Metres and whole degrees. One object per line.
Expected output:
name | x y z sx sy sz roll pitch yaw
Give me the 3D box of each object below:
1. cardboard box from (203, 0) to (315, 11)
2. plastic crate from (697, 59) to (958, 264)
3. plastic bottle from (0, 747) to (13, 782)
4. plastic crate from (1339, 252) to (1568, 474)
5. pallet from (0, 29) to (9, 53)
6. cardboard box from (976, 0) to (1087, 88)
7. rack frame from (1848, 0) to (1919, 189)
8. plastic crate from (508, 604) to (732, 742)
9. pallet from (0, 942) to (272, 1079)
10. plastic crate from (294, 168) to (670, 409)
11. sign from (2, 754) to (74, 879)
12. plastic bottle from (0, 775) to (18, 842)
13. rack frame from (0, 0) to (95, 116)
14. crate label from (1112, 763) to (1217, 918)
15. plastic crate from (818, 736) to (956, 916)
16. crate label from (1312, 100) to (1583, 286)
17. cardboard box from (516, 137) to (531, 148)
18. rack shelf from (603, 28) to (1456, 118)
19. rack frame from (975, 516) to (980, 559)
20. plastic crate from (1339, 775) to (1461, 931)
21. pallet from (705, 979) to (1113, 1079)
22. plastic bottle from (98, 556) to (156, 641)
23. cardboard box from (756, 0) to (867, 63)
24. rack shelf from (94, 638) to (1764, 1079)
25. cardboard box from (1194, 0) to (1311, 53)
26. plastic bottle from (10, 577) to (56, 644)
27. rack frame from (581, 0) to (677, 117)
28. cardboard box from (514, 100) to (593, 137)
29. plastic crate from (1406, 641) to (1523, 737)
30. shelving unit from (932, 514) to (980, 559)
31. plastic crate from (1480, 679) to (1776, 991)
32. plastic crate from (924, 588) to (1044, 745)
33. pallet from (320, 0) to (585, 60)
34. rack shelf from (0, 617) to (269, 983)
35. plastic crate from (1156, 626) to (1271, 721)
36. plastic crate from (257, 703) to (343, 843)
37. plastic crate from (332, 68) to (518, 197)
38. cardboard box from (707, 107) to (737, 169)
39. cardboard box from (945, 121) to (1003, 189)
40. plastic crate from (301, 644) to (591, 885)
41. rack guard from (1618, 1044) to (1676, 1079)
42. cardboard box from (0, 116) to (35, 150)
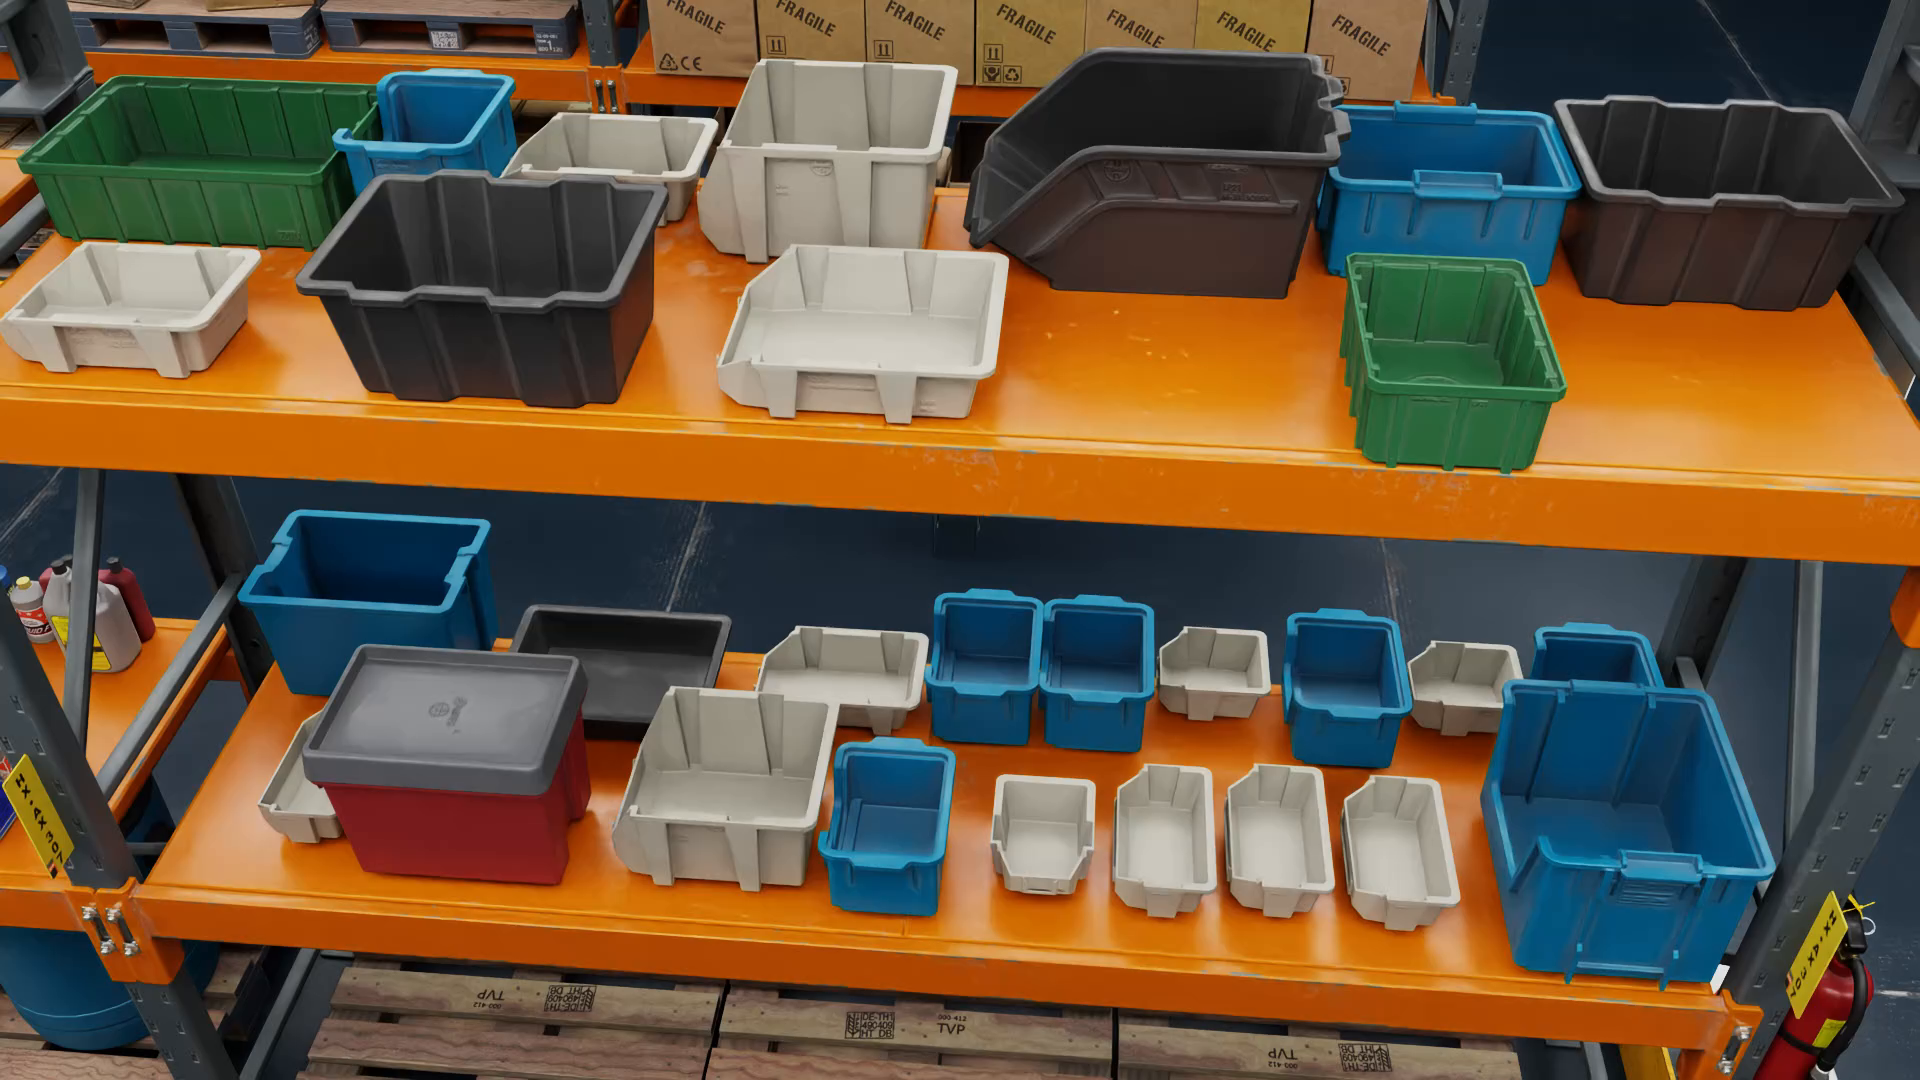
cardboard box | -3.423 -2.967 8.108 0.500 0.500 0.700 -6 40 -8
plastic crate | -0.285 -0.808 3.584 0.530 0.282 0.437 3 39 4
plastic bottle | -2.517 0.586 4.311 0.097 0.201 0.097 0 39 0
plastic crate | 0.889 -0.331 3.072 0.336 0.188 0.450 3 39 4
pallet | -4.961 -2.859 8.538 1.003 0.211 1.213 3 39 4
cardboard box | 0.342 -2.467 7.825 0.500 0.500 0.500 3 39 3
rack frame | 1.896 -1.702 2.213 0.127 3.000 1.000 3 39 4
plastic crate | -0.950 0.382 4.575 0.590 0.125 0.437 3 39 4
pallet | -2.854 1.420 5.338 1.213 0.211 1.003 3 39 4
plastic crate | -0.875 -0.466 3.174 0.590 0.269 0.497 3 39 4
sign | -2.138 0.645 3.862 0.005 0.325 0.100 3 39 4
plastic bottle | -2.509 0.637 4.190 0.135 0.276 0.152 3 39 4
rack frame | -2.089 -1.920 2.480 0.127 3.000 1.000 3 39 4
crate label | 0.501 0.748 4.116 0.243 0.136 0.396 3 39 4
plastic crate | -0.172 0.716 4.080 0.300 0.233 0.416 3 39 4
crate label | 1.005 -0.735 3.518 0.502 0.251 0.408 3 39 4
cardboard box | -2.174 -1.756 8.663 0.500 0.500 0.500 3 39 4
rack shelf | 0.335 -2.321 8.295 4.000 0.370 1.077 3 39 4
rack frame | 0.077 -0.461 6.866 0.006 1.200 0.240 3 39 4
plastic crate | 1.068 0.773 4.086 0.243 0.136 0.396 3 39 4
pallet | -0.134 1.569 5.156 1.213 0.211 1.003 3 39 4
plastic bottle | -2.417 0.164 4.765 0.133 0.283 0.061 3 39 4
cardboard box | -0.663 -2.522 7.893 0.500 0.500 0.500 4 39 5
rack shelf | -0.096 0.795 4.468 4.000 0.370 1.077 3 39 4
cardboard box | 1.341 -2.409 7.754 0.500 0.500 0.500 3 39 4
plastic bottle | -2.667 0.193 4.794 0.097 0.201 0.097 0 39 0
rack frame | -1.658 -2.708 8.201 0.127 3.000 1.000 3 39 4
cardboard box | -2.118 -2.089 9.072 0.500 0.500 0.500 1 39 2
plastic crate | 1.366 0.413 4.527 0.298 0.136 0.250 3 39 4
shelving unit | -0.014 -0.466 6.872 0.189 1.200 0.258 3 39 4
plastic crate | 1.547 0.687 3.955 0.499 0.435 0.616 3 39 4
plastic crate | 0.068 0.358 4.520 0.300 0.233 0.416 3 39 4
pallet | -2.444 -2.746 8.400 1.213 0.211 1.003 3 39 4
rack shelf | -4.081 0.577 4.735 4.000 0.370 1.077 3 39 4
plastic crate | 0.691 0.377 4.573 0.298 0.136 0.250 3 39 4
plastic crate | -1.637 0.601 4.297 0.243 0.136 0.396 3 39 4
plastic crate | -1.154 -0.843 3.666 0.300 0.233 0.416 3 39 4
cardboard box | -1.065 -2.057 9.033 0.500 0.500 0.500 3 39 4
cardboard box | 0.215 -1.812 8.729 0.637 0.503 0.797 3 39 4
plastic crate | -1.221 0.565 4.082 0.583 0.464 0.402 3 39 4
rack guard | 1.922 1.587 4.904 0.348 0.500 1.175 3 39 4
cardboard box | -5.214 -1.923 8.868 0.500 0.500 0.500 5 39 6
